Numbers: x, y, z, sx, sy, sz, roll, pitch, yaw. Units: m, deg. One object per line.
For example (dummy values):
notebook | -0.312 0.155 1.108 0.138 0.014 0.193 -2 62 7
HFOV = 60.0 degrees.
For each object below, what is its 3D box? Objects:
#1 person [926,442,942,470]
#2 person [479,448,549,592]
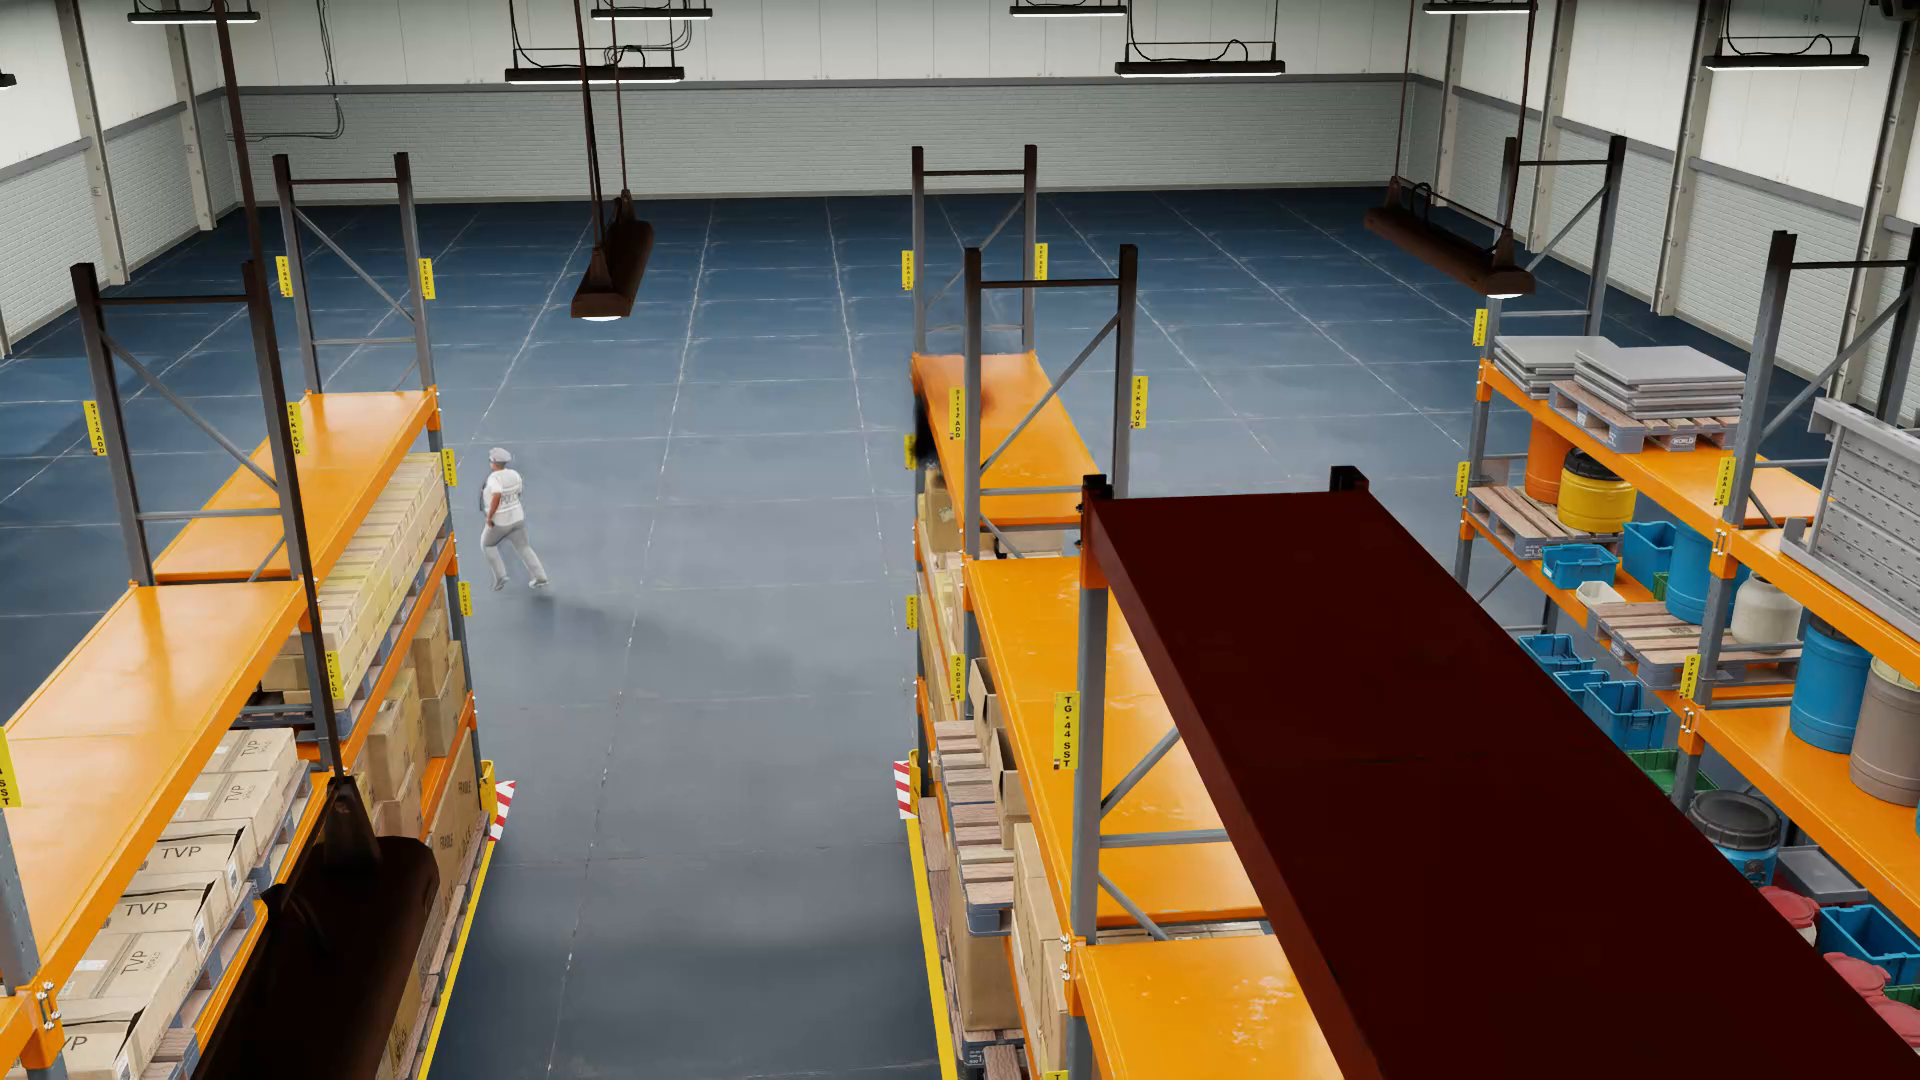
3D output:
person | -0.252 -0.579 20.819 0.684 1.734 0.592 7 23 17
person | -5.387 -0.190 19.746 0.911 1.832 0.673 14 26 32
